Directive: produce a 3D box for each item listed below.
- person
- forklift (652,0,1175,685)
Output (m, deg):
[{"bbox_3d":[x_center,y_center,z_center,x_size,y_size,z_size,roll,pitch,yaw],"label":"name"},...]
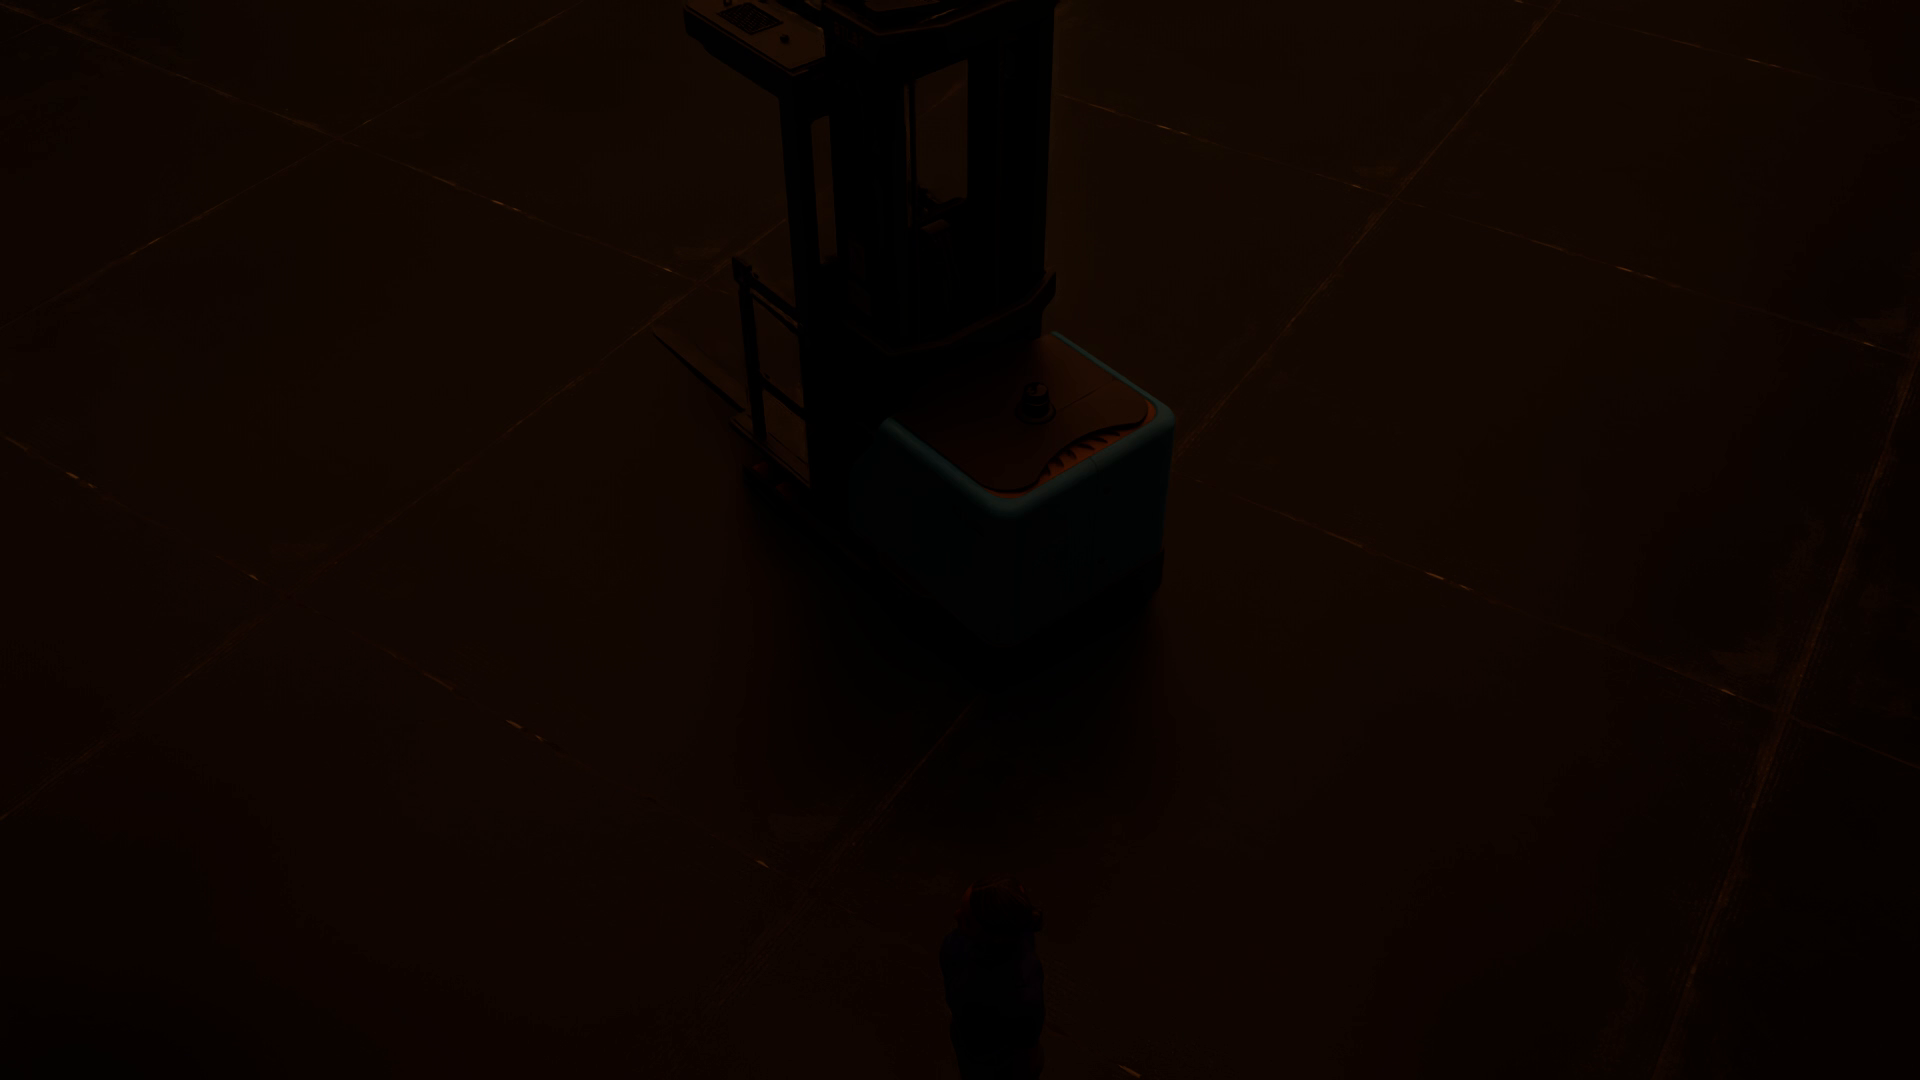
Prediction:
[{"bbox_3d":[0.080,1.549,5.142,0.333,1.663,0.468,-8,44,-8],"label":"person"},{"bbox_3d":[-0.409,-1.381,7.305,1.130,2.935,3.031,-30,51,-28],"label":"forklift"}]
